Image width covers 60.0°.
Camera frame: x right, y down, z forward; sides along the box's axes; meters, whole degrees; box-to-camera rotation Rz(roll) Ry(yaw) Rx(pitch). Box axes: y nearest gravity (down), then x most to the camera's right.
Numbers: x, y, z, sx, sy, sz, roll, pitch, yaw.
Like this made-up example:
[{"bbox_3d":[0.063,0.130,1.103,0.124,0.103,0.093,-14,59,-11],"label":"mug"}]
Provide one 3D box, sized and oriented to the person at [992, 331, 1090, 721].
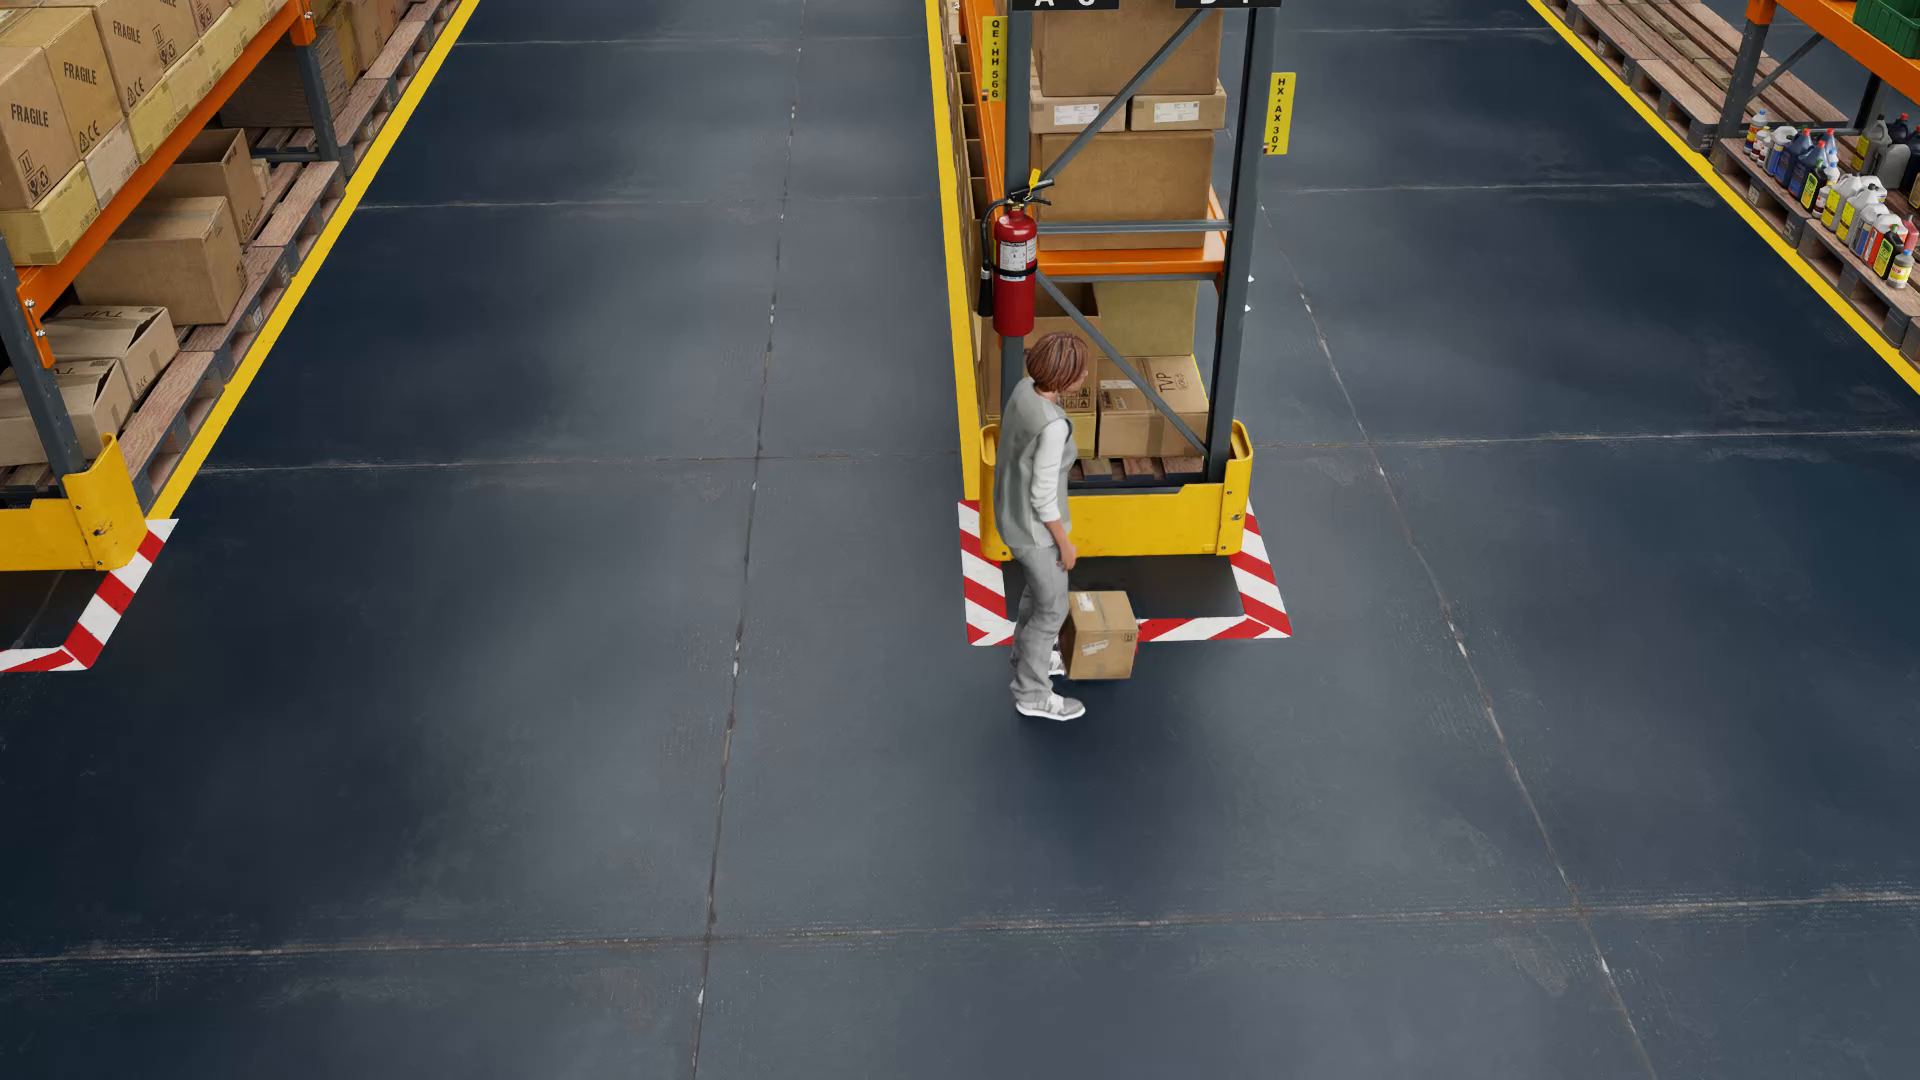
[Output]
[{"bbox_3d":[0.317,-0.058,6.235,0.374,1.595,0.458,-5,36,-7],"label":"person"}]
